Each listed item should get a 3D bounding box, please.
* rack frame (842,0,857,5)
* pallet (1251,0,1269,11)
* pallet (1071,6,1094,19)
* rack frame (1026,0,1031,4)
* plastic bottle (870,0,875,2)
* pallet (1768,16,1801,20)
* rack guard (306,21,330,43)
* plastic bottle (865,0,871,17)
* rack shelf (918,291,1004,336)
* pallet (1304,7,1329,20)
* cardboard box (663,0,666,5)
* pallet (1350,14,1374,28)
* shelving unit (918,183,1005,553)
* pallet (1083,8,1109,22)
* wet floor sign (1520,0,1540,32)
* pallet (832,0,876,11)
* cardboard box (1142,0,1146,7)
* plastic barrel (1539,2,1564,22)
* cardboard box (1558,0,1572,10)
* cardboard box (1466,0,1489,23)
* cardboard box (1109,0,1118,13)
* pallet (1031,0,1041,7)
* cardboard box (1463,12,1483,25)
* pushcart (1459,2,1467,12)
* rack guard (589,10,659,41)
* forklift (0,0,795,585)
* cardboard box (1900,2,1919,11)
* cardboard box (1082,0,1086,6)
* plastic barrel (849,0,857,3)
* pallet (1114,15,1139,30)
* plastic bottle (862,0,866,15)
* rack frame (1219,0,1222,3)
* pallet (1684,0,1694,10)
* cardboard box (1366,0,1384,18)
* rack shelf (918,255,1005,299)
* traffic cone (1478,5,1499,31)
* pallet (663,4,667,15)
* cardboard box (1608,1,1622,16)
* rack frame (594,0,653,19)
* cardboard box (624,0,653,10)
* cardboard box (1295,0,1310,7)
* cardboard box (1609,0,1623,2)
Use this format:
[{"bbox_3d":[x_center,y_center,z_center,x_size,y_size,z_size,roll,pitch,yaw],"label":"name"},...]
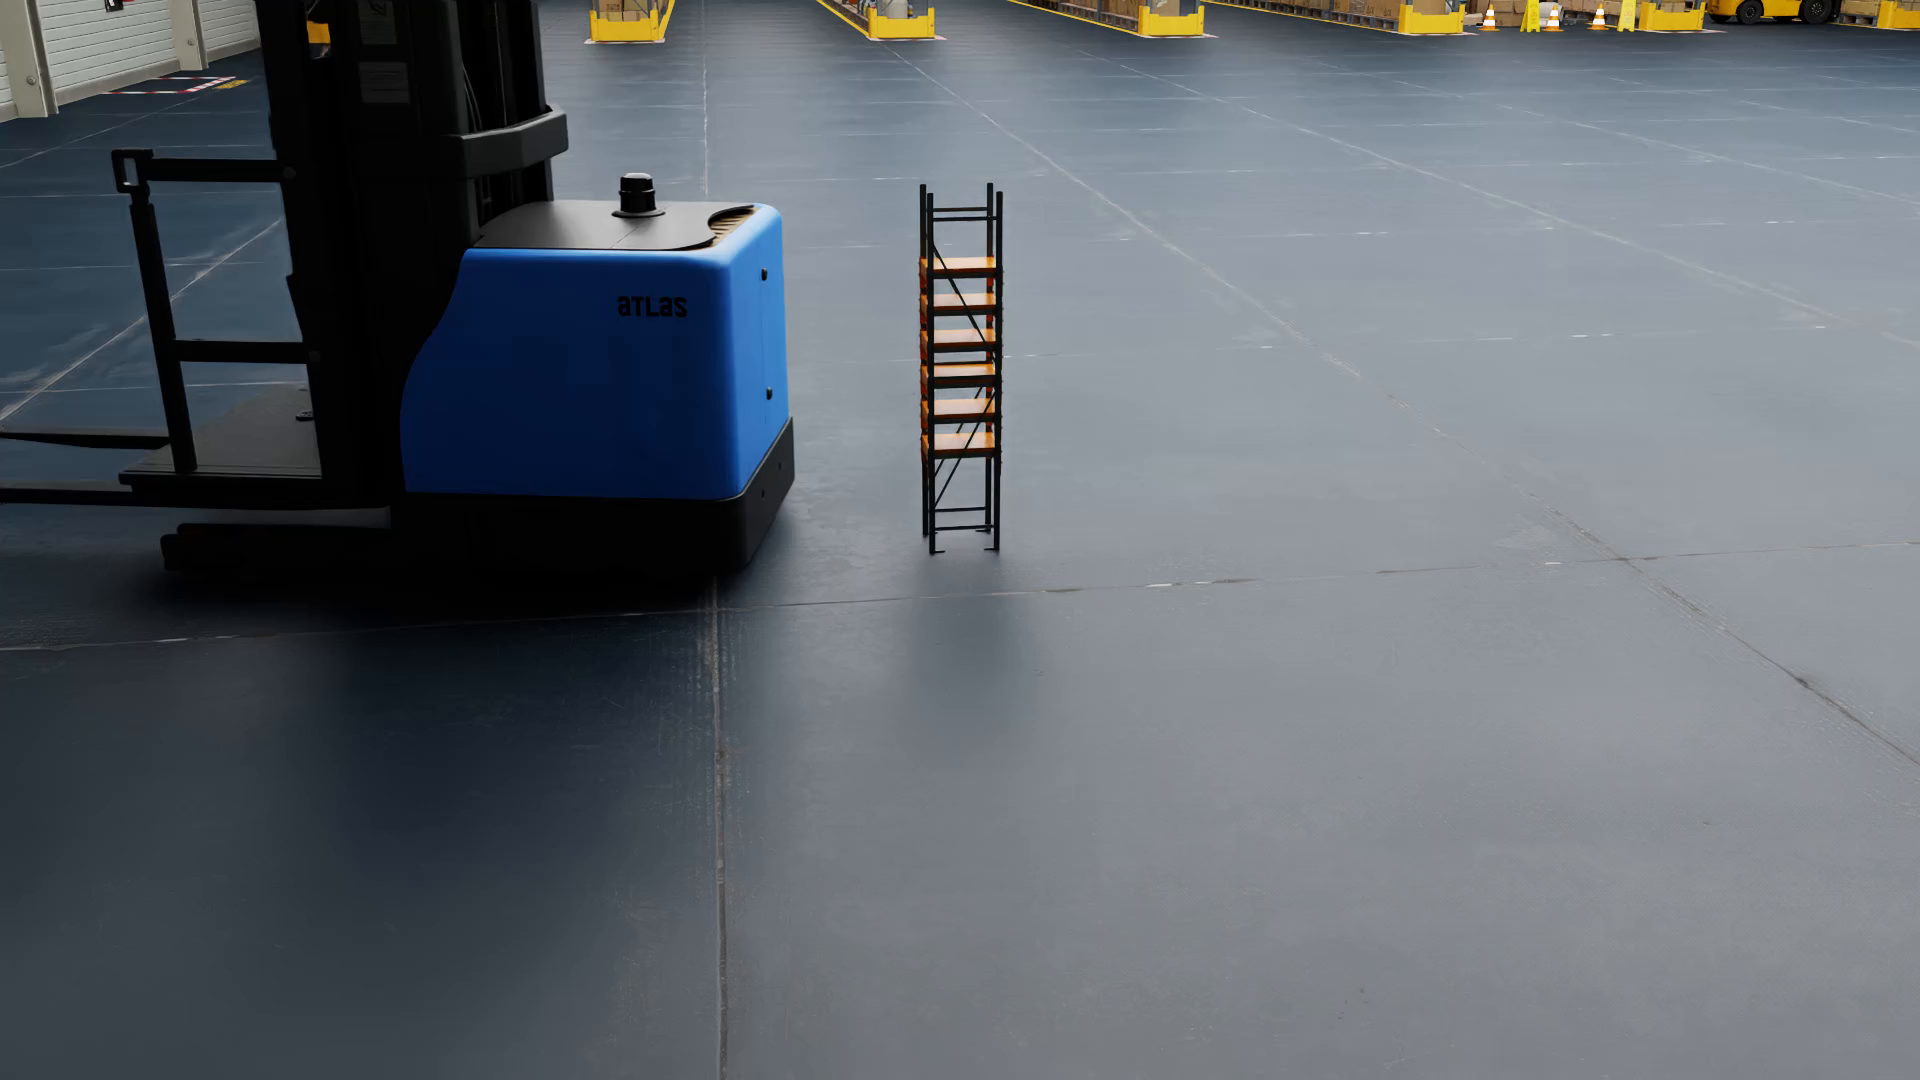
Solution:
[{"bbox_3d":[-2.151,-13.247,36.896,1.000,3.000,0.127,-3,21,-8],"label":"rack frame"},{"bbox_3d":[7.561,-12.676,39.353,1.003,0.211,1.213,-3,21,-8],"label":"pallet"},{"bbox_3d":[3.034,-11.498,36.199,1.003,0.211,1.213,-3,21,-8],"label":"pallet"},{"bbox_3d":[2.173,-14.881,41.273,1.000,3.000,0.127,-3,21,-8],"label":"rack frame"},{"bbox_3d":[-1.726,-10.534,32.789,0.144,0.351,0.185,-3,21,-8],"label":"plastic bottle"},{"bbox_3d":[18.118,-11.279,35.613,1.003,0.211,1.213,-3,21,-8],"label":"pallet"},{"bbox_3d":[-10.813,-8.832,28.650,1.175,0.500,0.348,-3,21,-8],"label":"rack guard"},{"bbox_3d":[-1.754,-10.249,32.028,0.144,0.351,0.185,-2,21,-6],"label":"plastic bottle"},{"bbox_3d":[0.002,-0.740,5.424,0.258,0.103,0.180,-3,21,-8],"label":"rack shelf"},{"bbox_3d":[8.063,-11.284,35.626,1.003,0.211,1.213,-3,21,-8],"label":"pallet"},{"bbox_3d":[-6.836,-12.205,37.051,0.500,0.500,0.500,-2,21,-5],"label":"cardboard box"},{"bbox_3d":[8.461,-10.330,33.072,1.003,0.211,1.213,-3,21,-8],"label":"pallet"},{"bbox_3d":[0.002,-0.557,5.493,0.258,1.200,0.189,-3,21,-8],"label":"shelving unit"},{"bbox_3d":[3.213,-11.075,35.066,1.003,0.211,1.213,-3,21,-8],"label":"pallet"},{"bbox_3d":[10.789,-9.929,31.377,0.267,0.644,0.232,-7,21,-17],"label":"wet floor sign"},{"bbox_3d":[-2.479,-12.633,39.237,1.003,0.211,1.213,-3,21,-8],"label":"pallet"},{"bbox_3d":[3.710,-10.175,31.643,0.500,0.500,0.500,2,21,6],"label":"cardboard box"},{"bbox_3d":[11.914,-10.658,33.648,0.512,0.421,0.421,12,24,30],"label":"plastic barrel"},{"bbox_3d":[12.951,-11.302,35.019,0.500,0.250,0.500,-4,21,-10],"label":"cardboard box"},{"bbox_3d":[10.808,-10.924,34.052,0.797,0.637,0.503,-3,21,-8],"label":"cardboard box"},{"bbox_3d":[3.345,-10.997,33.844,0.500,0.500,0.500,-4,21,-9],"label":"cardboard box"},{"bbox_3d":[2.359,-13.312,41.055,1.003,0.211,1.213,-3,21,-8],"label":"pallet"},{"bbox_3d":[10.320,-10.544,33.566,0.396,0.266,0.258,1,20,2],"label":"cardboard box"},{"bbox_3d":[10.884,-11.251,35.299,1.648,0.377,0.936,-11,23,-26],"label":"pushcart"},{"bbox_3d":[-5.897,-9.049,29.229,1.175,0.500,0.348,-3,21,-8],"label":"rack guard"},{"bbox_3d":[-2.151,-1.422,5.336,3.031,2.935,1.130,2,21,4],"label":"forklift"},{"bbox_3d":[18.744,-10.567,33.050,0.500,0.250,0.500,-3,21,-8],"label":"cardboard box"},{"bbox_3d":[3.047,-11.913,36.269,0.700,0.500,0.500,-1,21,-3],"label":"cardboard box"},{"bbox_3d":[-2.239,-12.595,37.653,0.600,0.830,0.708,-3,21,-8],"label":"plastic barrel"},{"bbox_3d":[3.637,-10.151,32.593,1.003,0.211,1.213,-3,21,-8],"label":"pallet"},{"bbox_3d":[-1.842,-10.461,32.595,0.144,0.351,0.185,-4,21,-10],"label":"plastic bottle"},{"bbox_3d":[7.096,-15.096,41.849,1.000,3.000,0.127,-3,21,-8],"label":"rack frame"},{"bbox_3d":[17.548,-12.655,39.296,1.003,0.211,1.213,-3,21,-8],"label":"pallet"},{"bbox_3d":[8.534,-10.679,32.458,0.875,0.875,0.875,-3,21,-9],"label":"cardboard box"},{"bbox_3d":[0.002,-0.853,5.382,0.258,0.103,0.180,-3,21,-8],"label":"rack shelf"},{"bbox_3d":[10.155,-10.009,31.852,0.336,0.463,0.334,-3,21,-8],"label":"traffic cone"},{"bbox_3d":[-7.124,-11.952,37.415,1.003,0.211,1.213,-3,21,-8],"label":"pallet"},{"bbox_3d":[13.260,-10.581,33.089,0.500,0.250,0.500,-3,21,-8],"label":"cardboard box"},{"bbox_3d":[-5.900,-10.228,28.814,1.000,3.000,0.127,-3,21,-8],"label":"rack frame"},{"bbox_3d":[-5.831,-9.858,30.081,0.500,0.500,0.500,-3,21,-8],"label":"cardboard box"},{"bbox_3d":[7.935,-12.014,36.211,1.050,0.750,0.750,-3,21,-8],"label":"cardboard box"},{"bbox_3d":[13.258,-10.931,32.954,0.500,0.500,0.500,-2,21,-6],"label":"cardboard box"}]
